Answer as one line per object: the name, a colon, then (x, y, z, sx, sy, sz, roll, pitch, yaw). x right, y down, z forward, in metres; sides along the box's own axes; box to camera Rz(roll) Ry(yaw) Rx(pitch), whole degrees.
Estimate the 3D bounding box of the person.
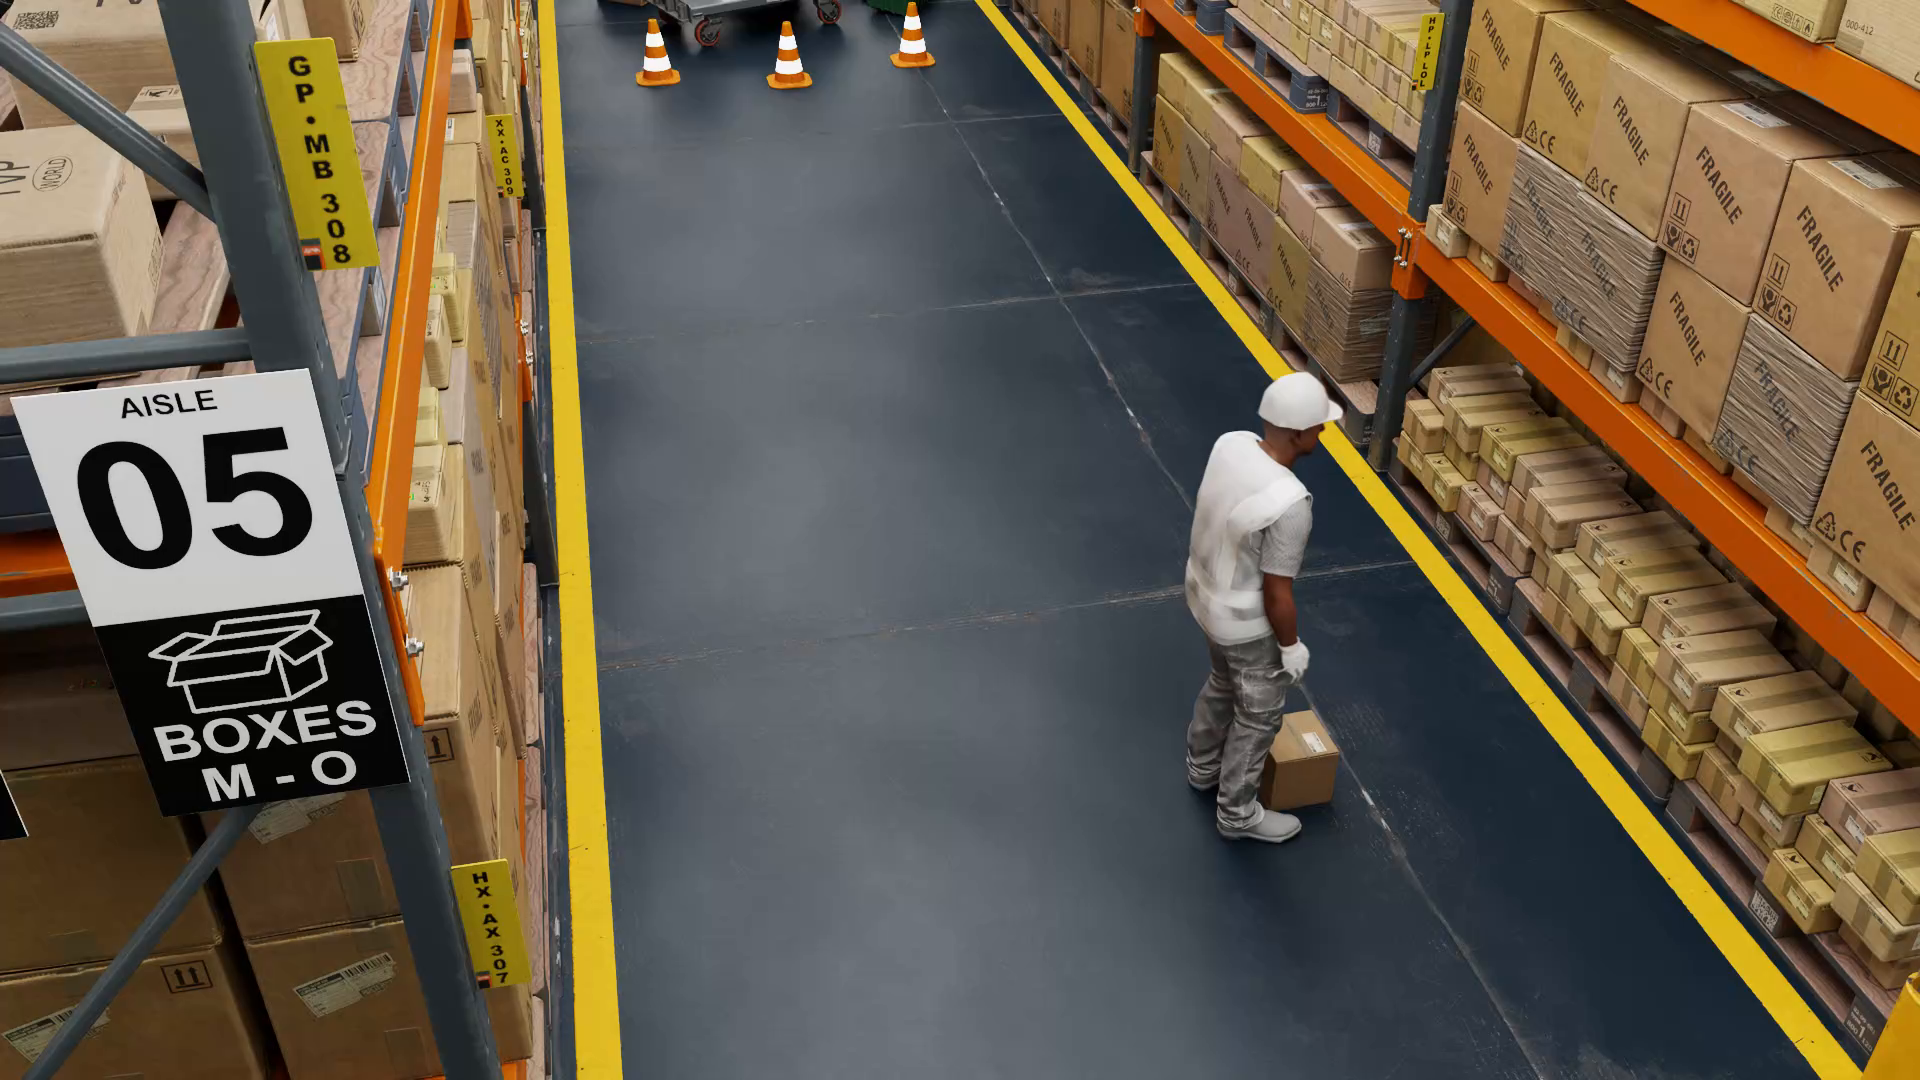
person: (1.026, 0.234, 5.786, 0.453, 1.774, 0.629, -8, 35, -11)
